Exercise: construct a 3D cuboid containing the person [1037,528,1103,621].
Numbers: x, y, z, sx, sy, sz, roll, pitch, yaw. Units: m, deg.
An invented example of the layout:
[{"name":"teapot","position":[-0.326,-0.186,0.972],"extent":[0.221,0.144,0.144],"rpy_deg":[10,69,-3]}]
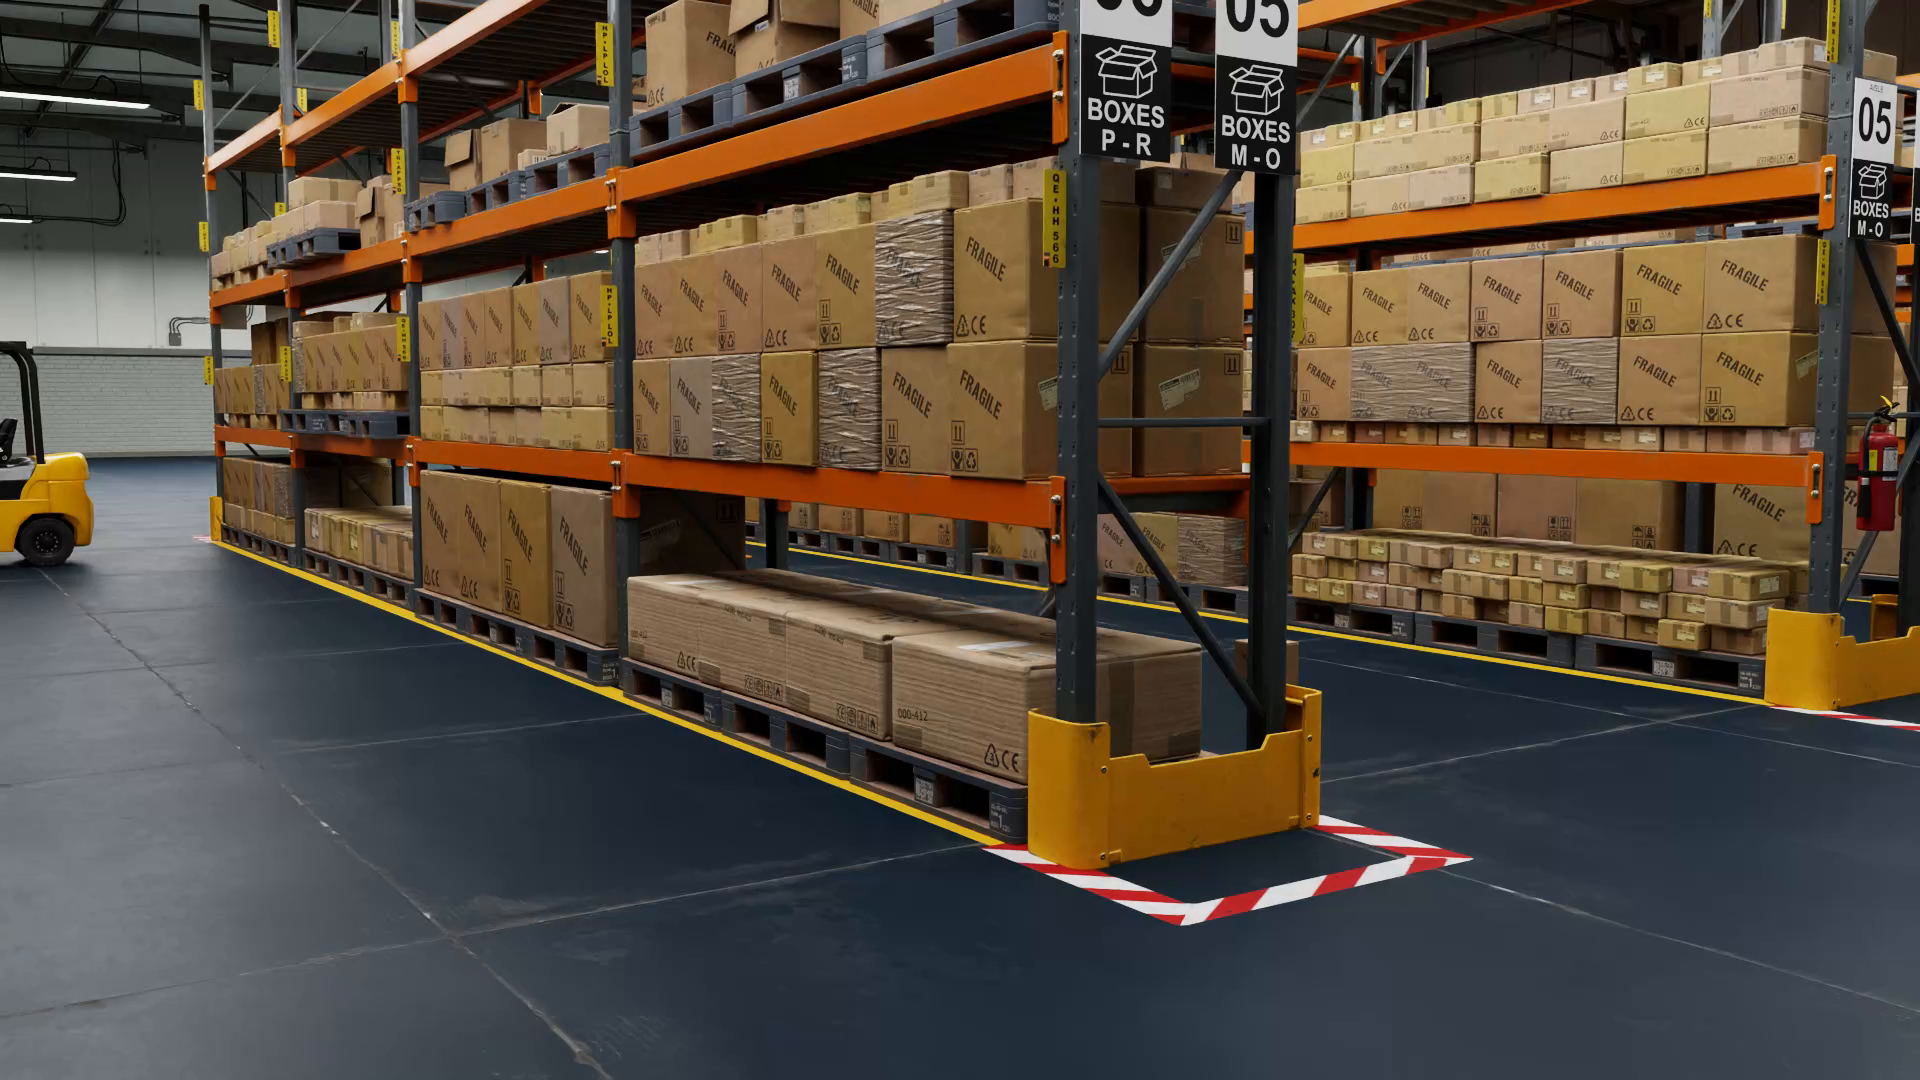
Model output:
[{"name":"person","position":[0.631,-0.079,9.865],"extent":[0.457,1.649,0.549],"rpy_deg":[1,5,8]}]
